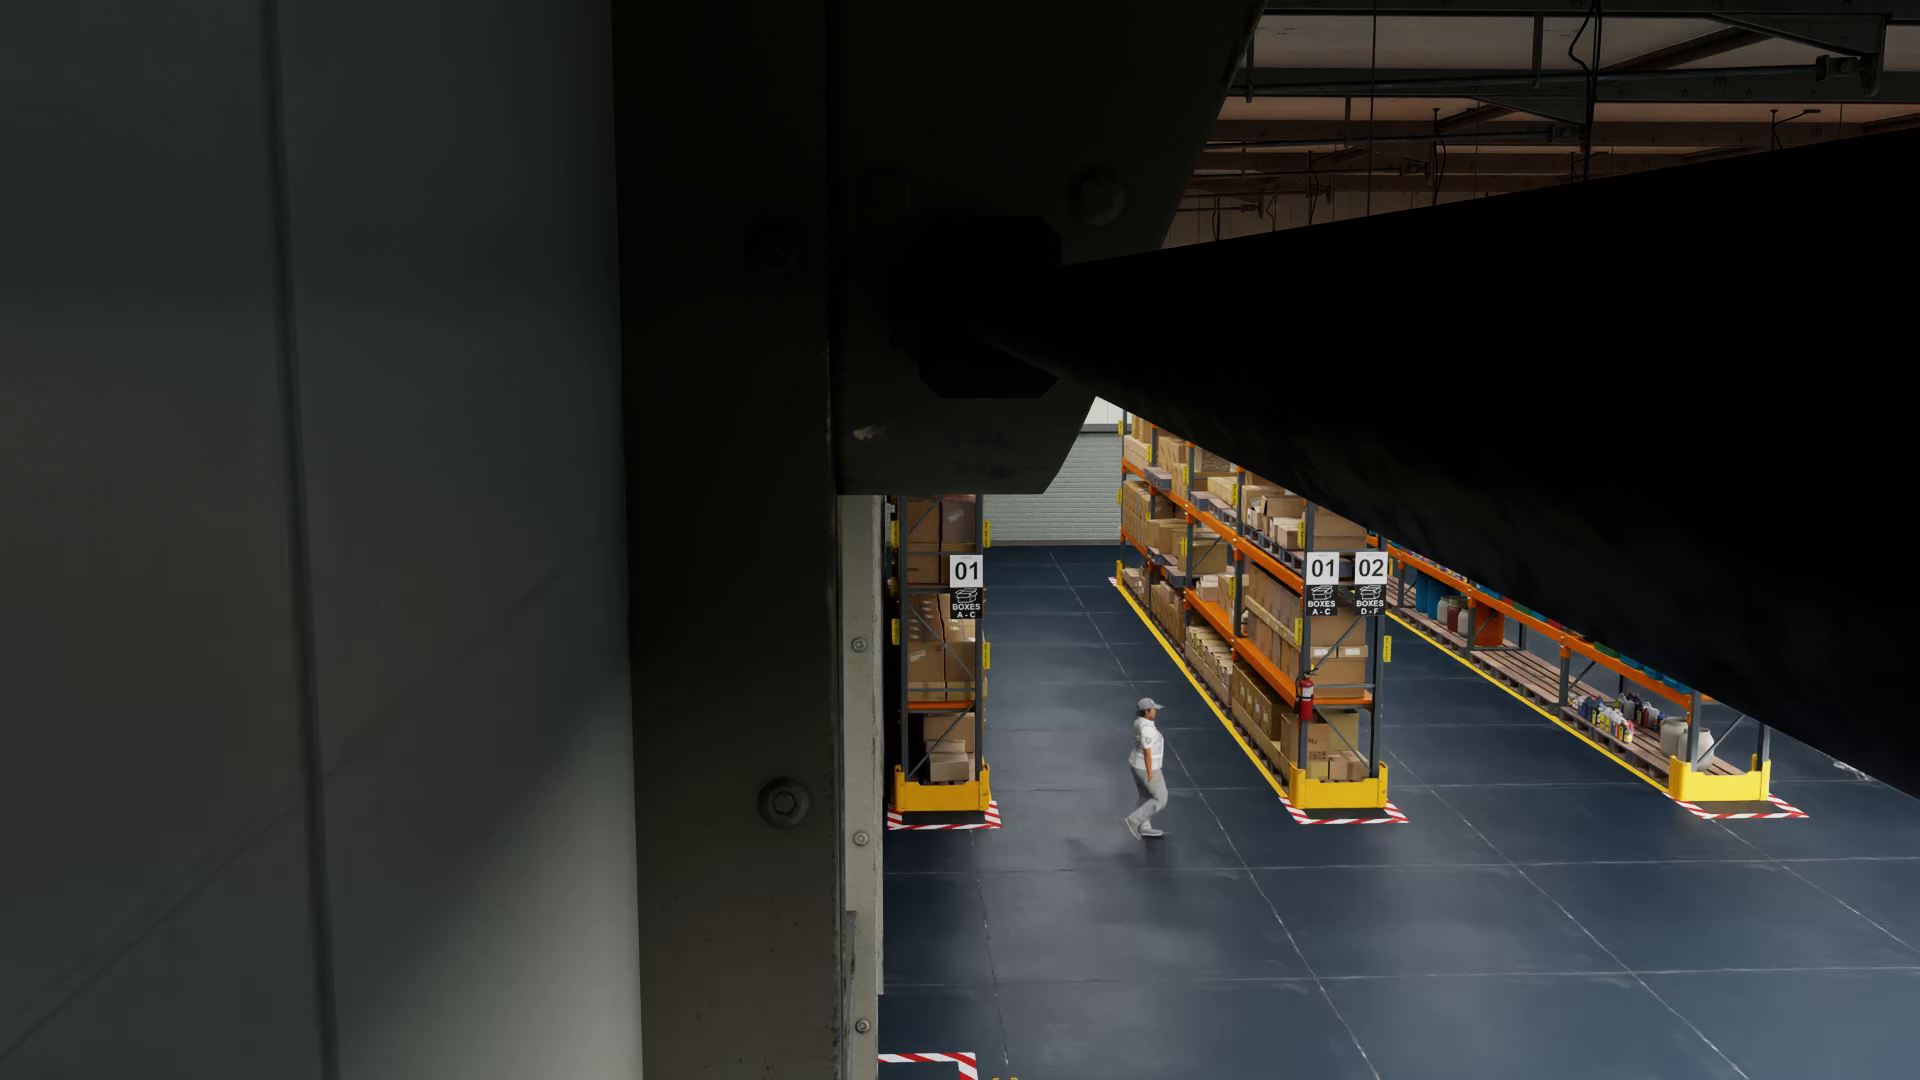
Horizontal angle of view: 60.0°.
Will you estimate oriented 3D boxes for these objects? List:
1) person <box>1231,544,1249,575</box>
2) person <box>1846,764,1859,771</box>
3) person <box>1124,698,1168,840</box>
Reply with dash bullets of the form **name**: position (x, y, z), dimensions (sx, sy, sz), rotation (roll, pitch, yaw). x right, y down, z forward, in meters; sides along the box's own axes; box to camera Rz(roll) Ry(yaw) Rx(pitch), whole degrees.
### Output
- **person**: position (6.042, 0.229, 35.875), dimensions (0.526, 1.713, 0.500), rotation (-4, 9, -24)
- **person**: position (12.086, 2.347, 21.786), dimensions (0.430, 1.546, 0.951), rotation (-4, 10, -27)
- **person**: position (2.134, 2.661, 19.339), dimensions (0.504, 1.652, 0.515), rotation (-1, 9, -9)
